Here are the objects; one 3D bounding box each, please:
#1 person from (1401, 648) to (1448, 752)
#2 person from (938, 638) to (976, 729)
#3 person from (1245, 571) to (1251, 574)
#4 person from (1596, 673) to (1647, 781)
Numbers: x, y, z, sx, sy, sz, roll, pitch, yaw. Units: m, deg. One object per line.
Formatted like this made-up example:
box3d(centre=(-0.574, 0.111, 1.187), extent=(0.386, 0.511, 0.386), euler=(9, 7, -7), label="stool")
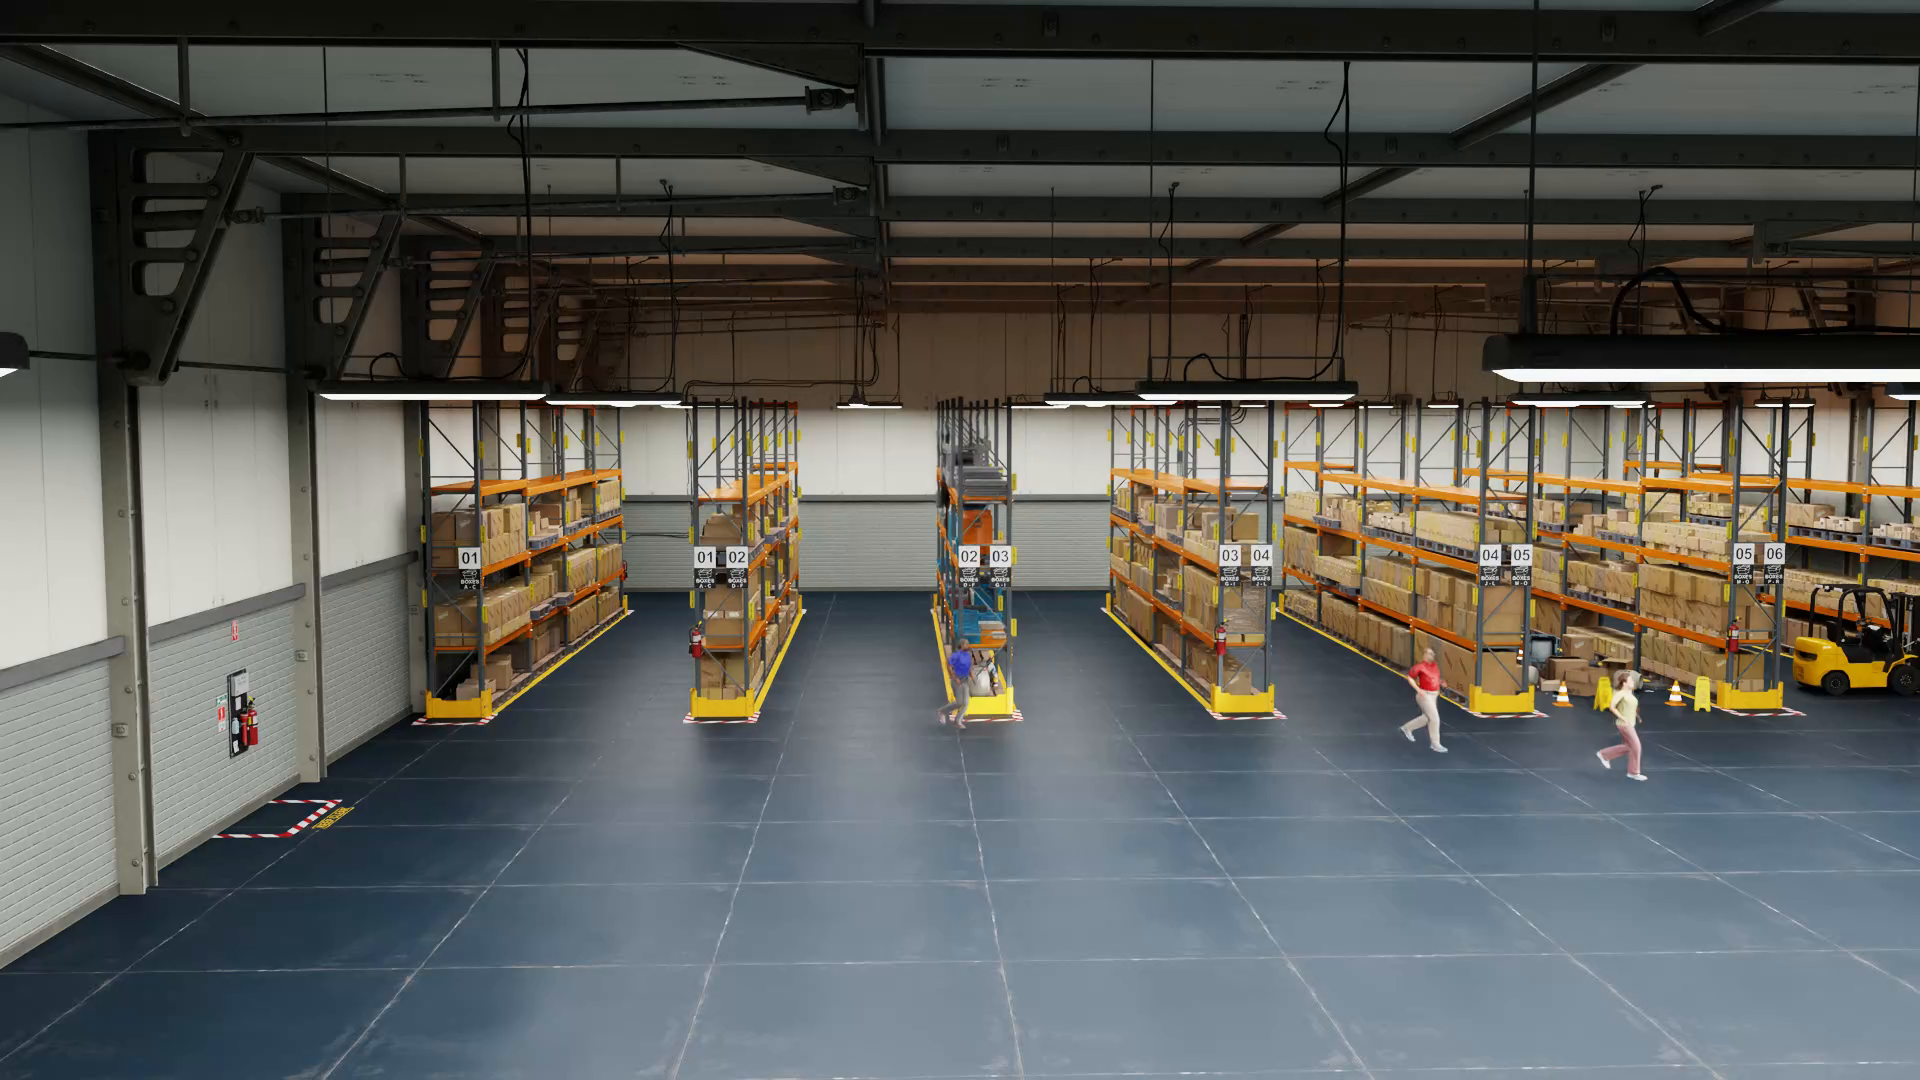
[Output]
box3d(centre=(7.923, 2.689, 28.258), extent=(0.868, 1.741, 0.650), euler=(4, 6, 43), label="person")
box3d(centre=(-0.019, 2.594, 30.271), extent=(0.581, 1.588, 0.654), euler=(3, 6, 37), label="person")
box3d(centre=(7.992, 1.231, 47.119), extent=(0.701, 1.711, 0.625), euler=(1, 5, 16), label="person")
box3d(centre=(10.343, 2.893, 25.974), extent=(0.790, 1.651, 0.593), euler=(3, 6, 37), label="person")
